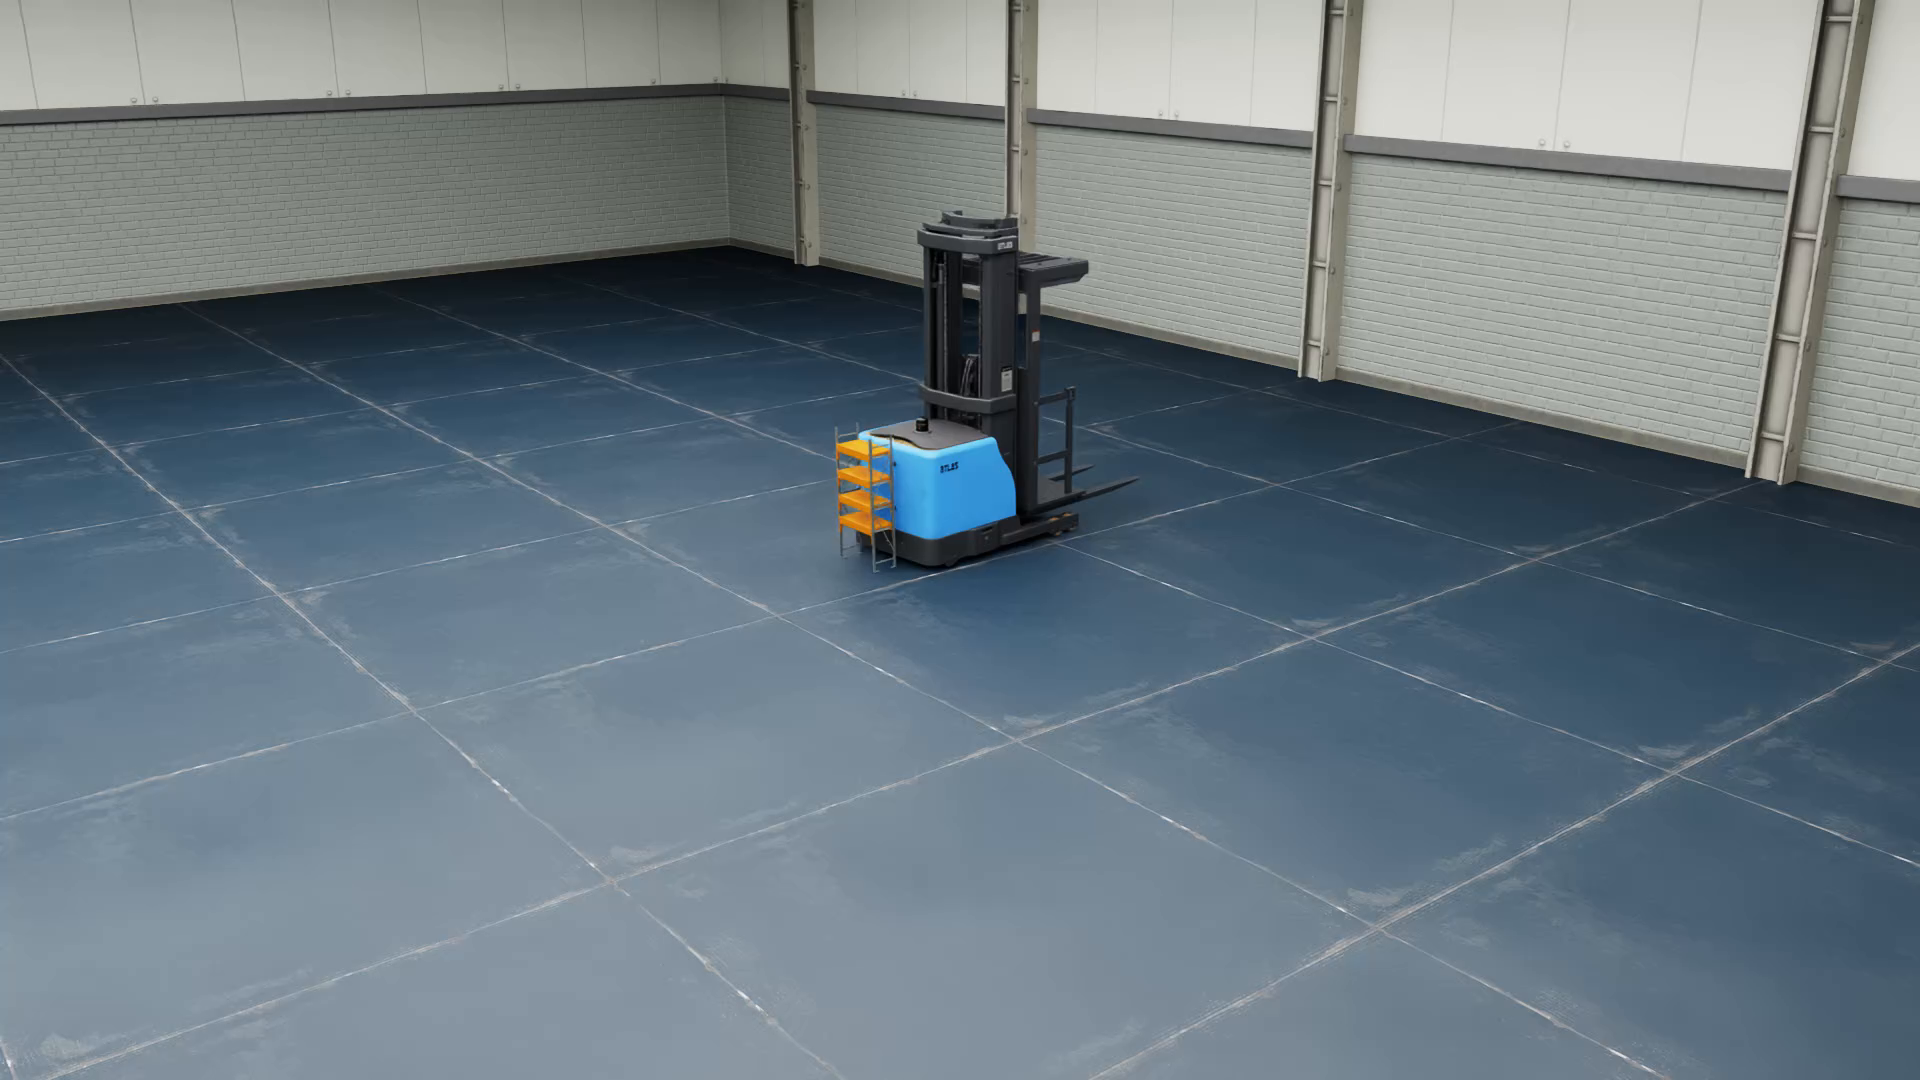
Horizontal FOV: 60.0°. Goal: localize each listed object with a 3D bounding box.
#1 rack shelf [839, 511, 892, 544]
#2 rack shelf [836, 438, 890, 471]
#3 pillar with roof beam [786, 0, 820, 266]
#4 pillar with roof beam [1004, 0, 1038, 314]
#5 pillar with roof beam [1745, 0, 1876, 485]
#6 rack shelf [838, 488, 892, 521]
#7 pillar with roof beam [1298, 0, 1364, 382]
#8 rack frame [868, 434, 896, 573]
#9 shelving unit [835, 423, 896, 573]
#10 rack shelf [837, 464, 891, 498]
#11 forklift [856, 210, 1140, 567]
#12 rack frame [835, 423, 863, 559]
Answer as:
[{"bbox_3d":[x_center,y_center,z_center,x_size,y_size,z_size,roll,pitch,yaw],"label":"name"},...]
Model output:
[{"bbox_3d":[-0.816,-0.116,14.529,0.258,0.148,0.480,-16,24,-37],"label":"rack shelf"},{"bbox_3d":[-0.825,-0.739,14.314,0.258,0.148,0.480,-16,24,-37],"label":"rack shelf"},{"bbox_3d":[-6.180,-8.504,26.617,9.100,9.000,0.400,-14,23,-36],"label":"pillar with roof beam"},{"bbox_3d":[-2.454,-7.026,22.152,9.100,9.000,0.400,-14,23,-36],"label":"pillar with roof beam"},{"bbox_3d":[4.996,-4.069,13.222,9.100,9.000,0.400,-14,23,-36],"label":"pillar with roof beam"},{"bbox_3d":[-0.818,-0.304,14.464,0.258,0.148,0.480,-16,24,-37],"label":"rack shelf"},{"bbox_3d":[1.271,-5.547,17.687,9.100,9.000,0.400,-14,23,-36],"label":"pillar with roof beam"},{"bbox_3d":[-0.665,-0.308,14.263,0.240,1.200,0.015,-16,24,-37],"label":"rack frame"},{"bbox_3d":[-0.819,-0.367,14.442,0.258,1.200,0.503,-16,24,-37],"label":"shelving unit"},{"bbox_3d":[-0.822,-0.515,14.391,0.258,0.148,0.480,-16,24,-37],"label":"rack shelf"},{"bbox_3d":[0.465,-1.535,15.224,3.031,2.935,1.130,-17,25,-42],"label":"forklift"},{"bbox_3d":[-0.974,-0.427,14.621,0.240,1.200,0.015,-16,24,-37],"label":"rack frame"}]
